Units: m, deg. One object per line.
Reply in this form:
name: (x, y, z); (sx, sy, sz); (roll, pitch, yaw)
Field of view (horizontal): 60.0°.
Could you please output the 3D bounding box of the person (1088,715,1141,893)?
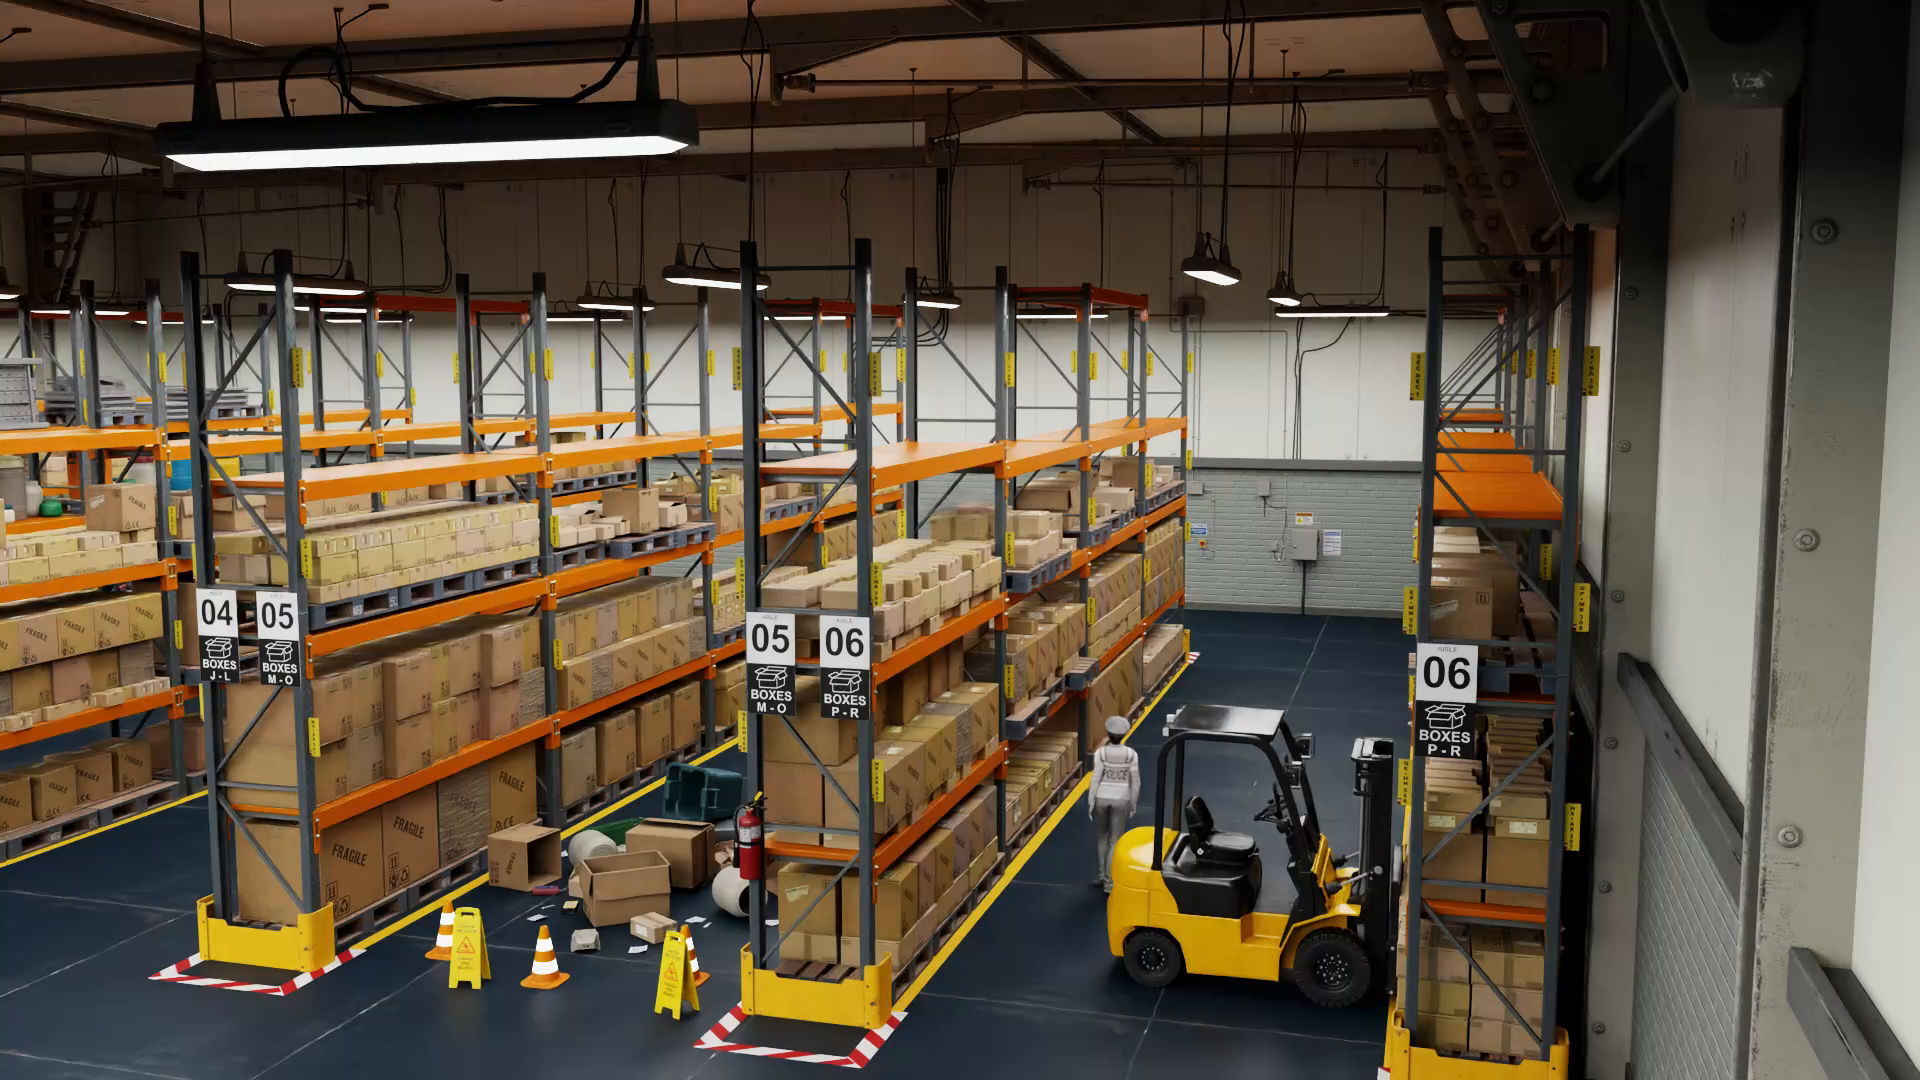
person: (1.486, 2.565, 16.042); (0.485, 1.745, 0.580); (1, 7, 13)
